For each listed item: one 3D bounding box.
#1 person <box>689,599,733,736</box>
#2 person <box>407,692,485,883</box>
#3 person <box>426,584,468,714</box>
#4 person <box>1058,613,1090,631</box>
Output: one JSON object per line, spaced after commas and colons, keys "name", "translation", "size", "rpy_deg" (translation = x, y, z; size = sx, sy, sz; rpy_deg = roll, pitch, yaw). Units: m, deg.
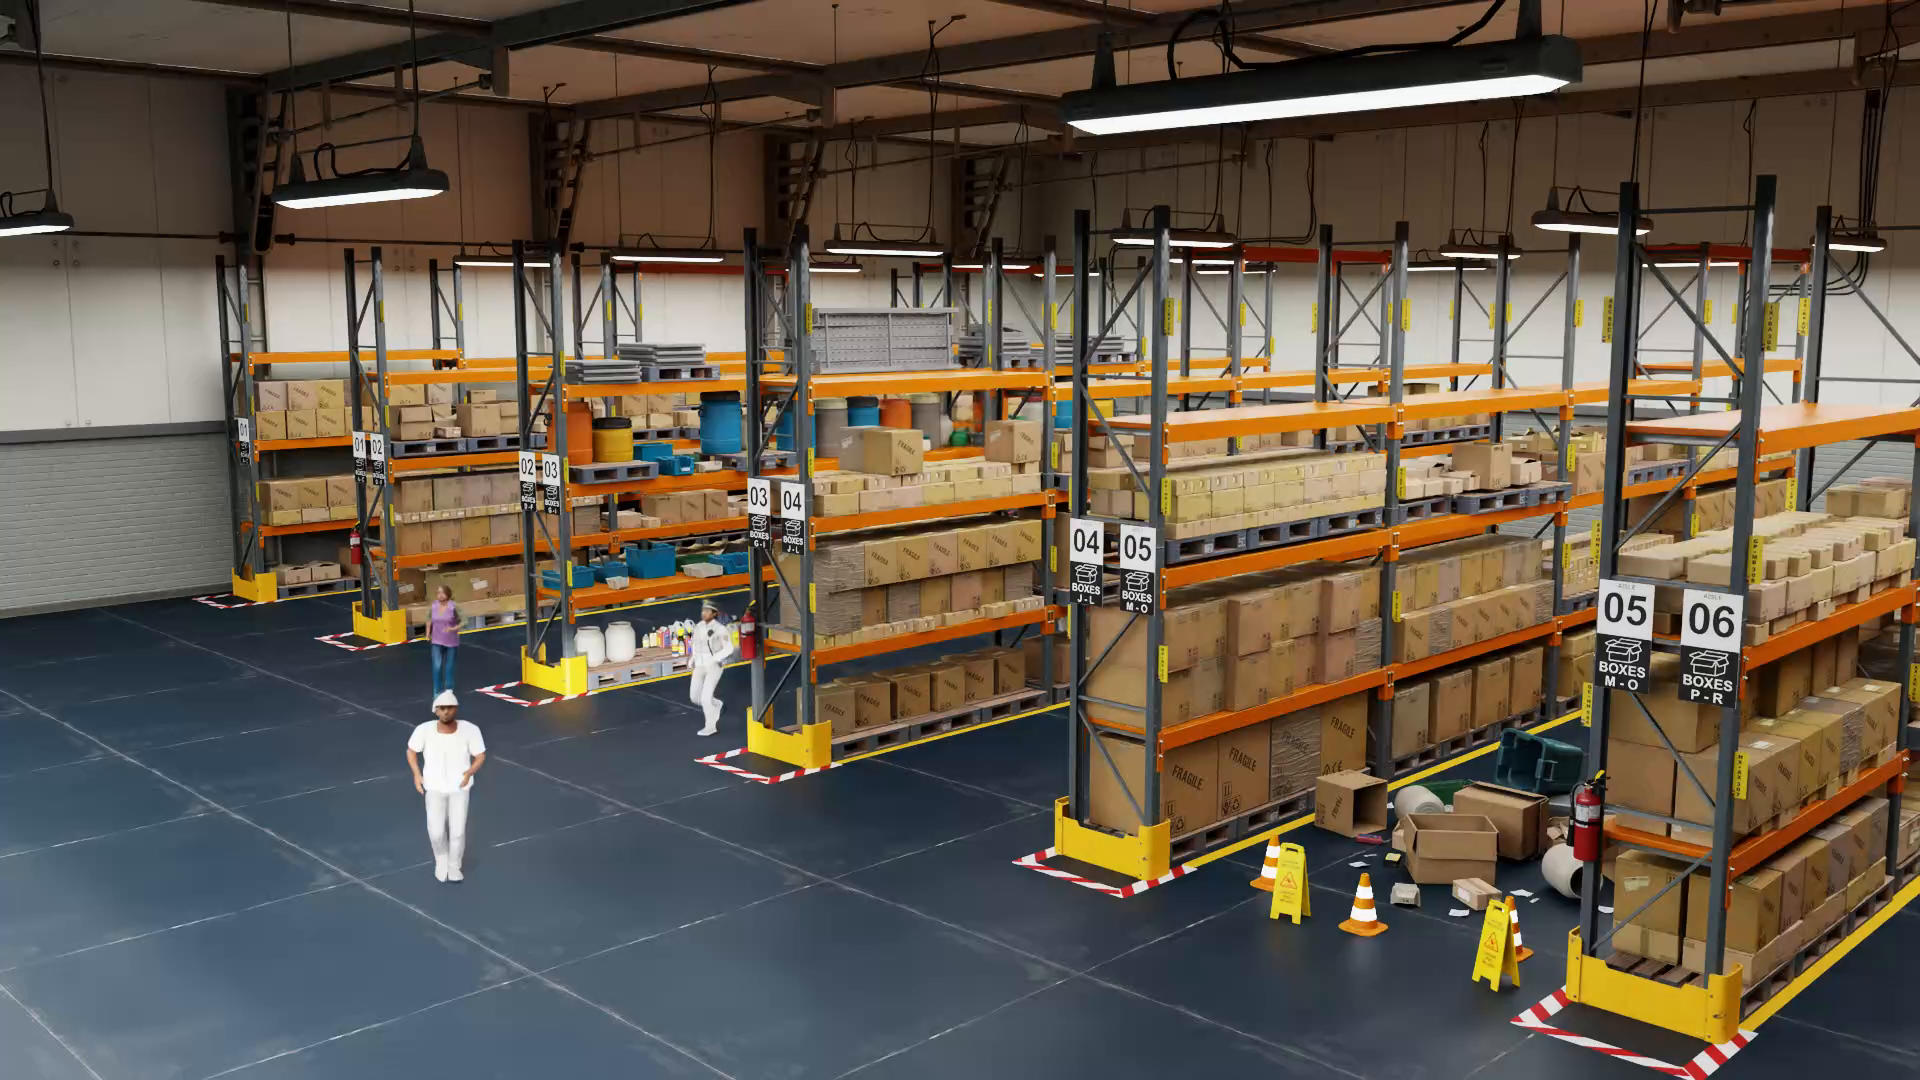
{"name": "person", "translation": [-3.013, 1.517, 20.059], "size": [0.615, 1.647, 0.576], "rpy_deg": [5, 9, 31]}
{"name": "person", "translation": [-4.570, 2.223, 14.813], "size": [0.679, 1.749, 0.532], "rpy_deg": [-2, 8, -15]}
{"name": "person", "translation": [-6.570, 1.361, 21.347], "size": [0.553, 1.646, 0.683], "rpy_deg": [-1, 8, -7]}
{"name": "person", "translation": [1.741, 0.745, 25.165], "size": [0.870, 1.743, 0.719], "rpy_deg": [-8, 11, -44]}
